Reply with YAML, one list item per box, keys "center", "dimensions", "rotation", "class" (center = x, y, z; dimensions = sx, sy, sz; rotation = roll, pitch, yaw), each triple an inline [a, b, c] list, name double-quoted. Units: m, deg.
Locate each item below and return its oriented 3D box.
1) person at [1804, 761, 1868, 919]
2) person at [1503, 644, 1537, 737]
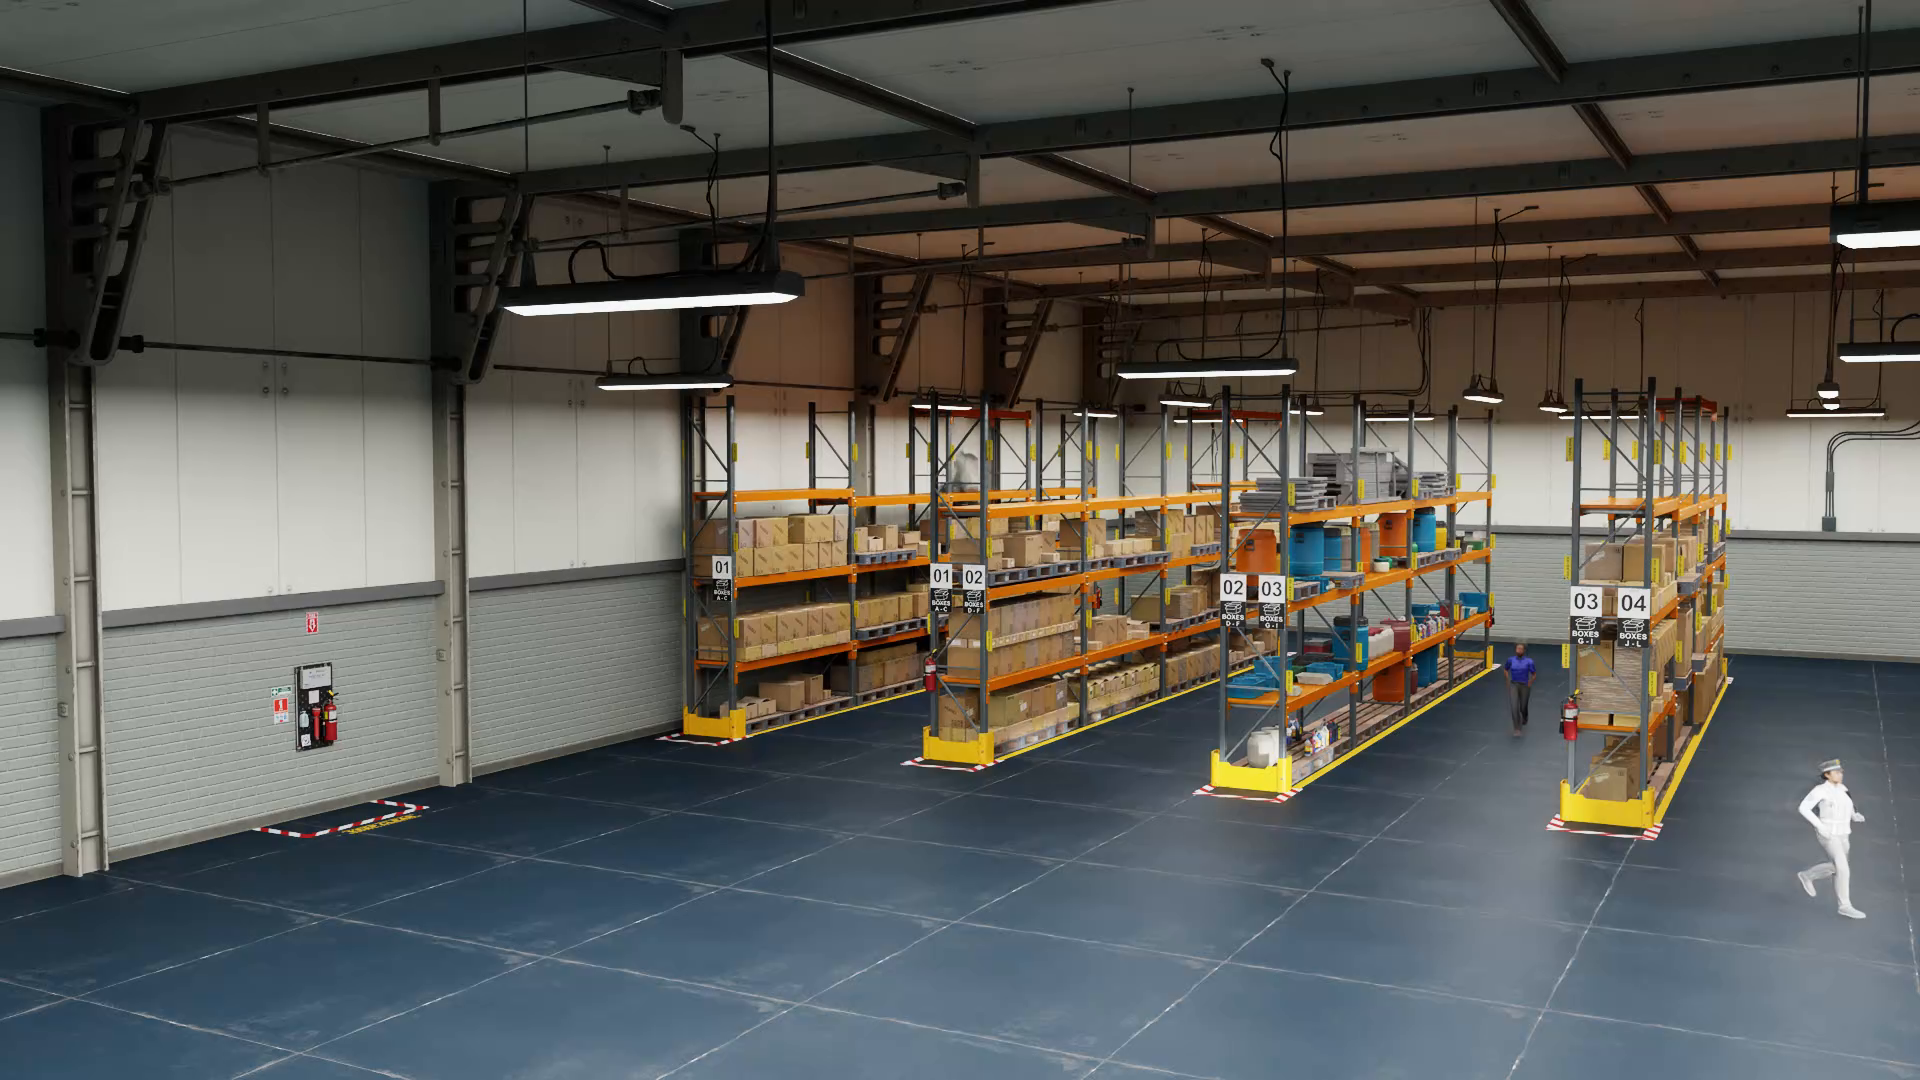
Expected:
- center: [9.496, 3.213, 18.073]
  dimensions: [0.626, 1.662, 0.794]
  rotation: [-1, 3, -26]
  class: "person"
- center: [9.931, 2.653, 29.524]
  dimensions: [0.576, 1.630, 0.675]
  rotation: [1, 3, 23]
  class: "person"
